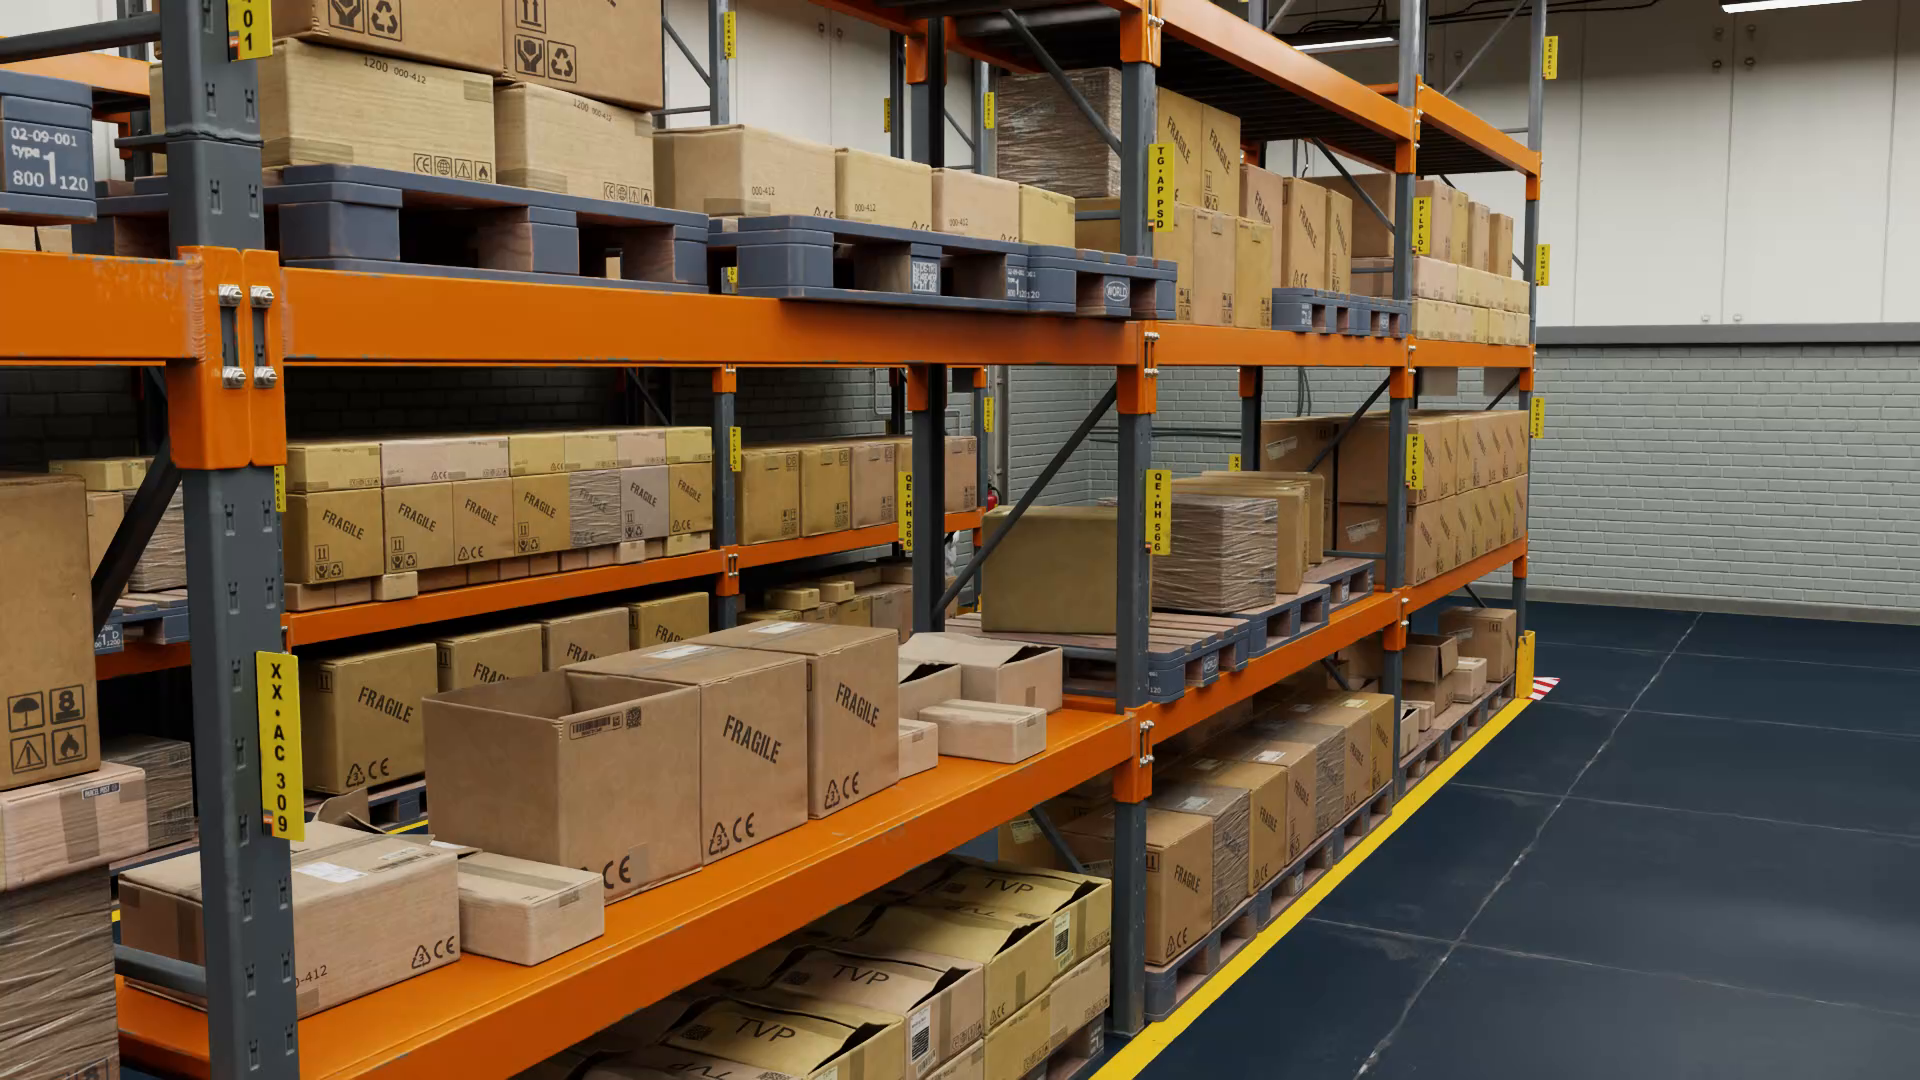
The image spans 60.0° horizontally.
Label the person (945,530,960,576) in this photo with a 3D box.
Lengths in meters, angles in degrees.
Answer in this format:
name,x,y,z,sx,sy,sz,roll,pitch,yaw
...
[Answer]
name,x,y,z,sx,sy,sz,roll,pitch,yaw
person,-0.218,-0.073,17.747,0.528,1.779,0.364,3,7,30
